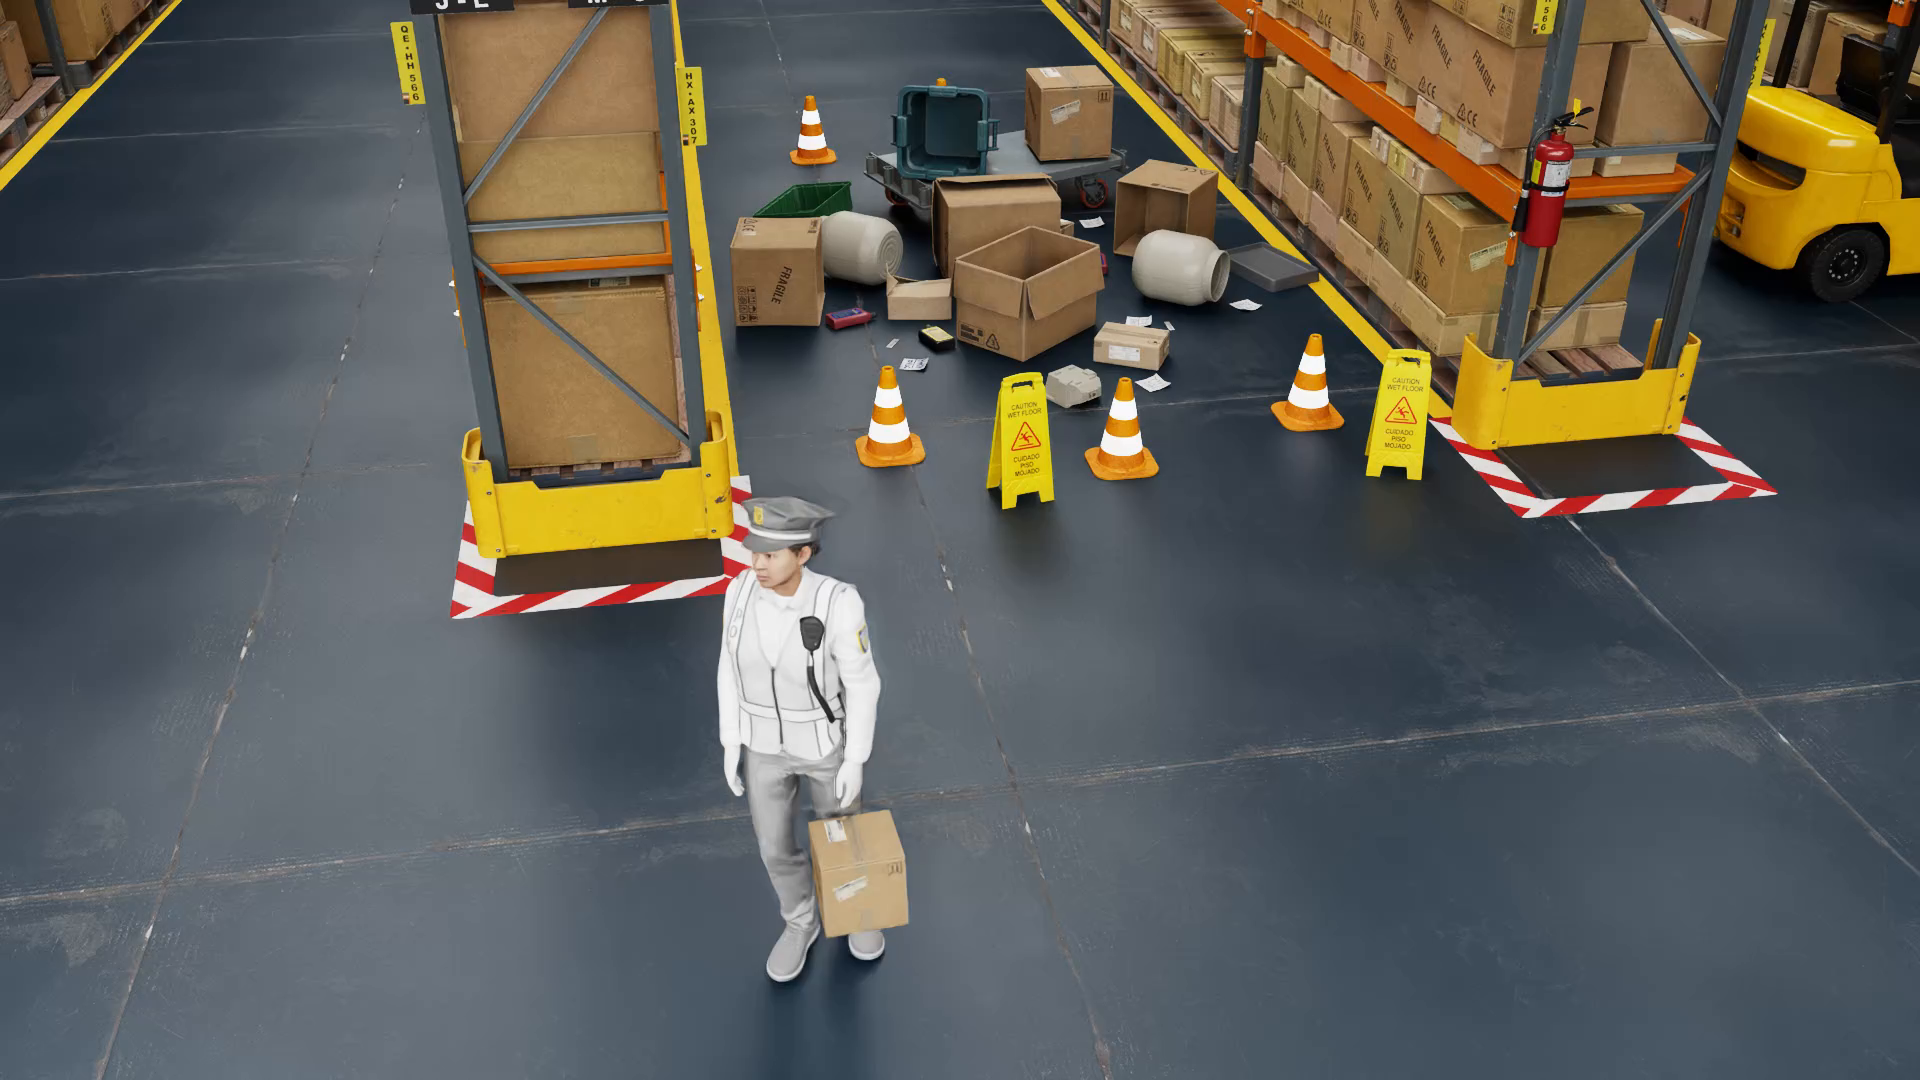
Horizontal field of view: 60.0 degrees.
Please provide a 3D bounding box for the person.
[{"bbox_3d":[-0.486,0.611,5.079,0.511,1.688,0.412,8,32,13],"label":"person"}]
